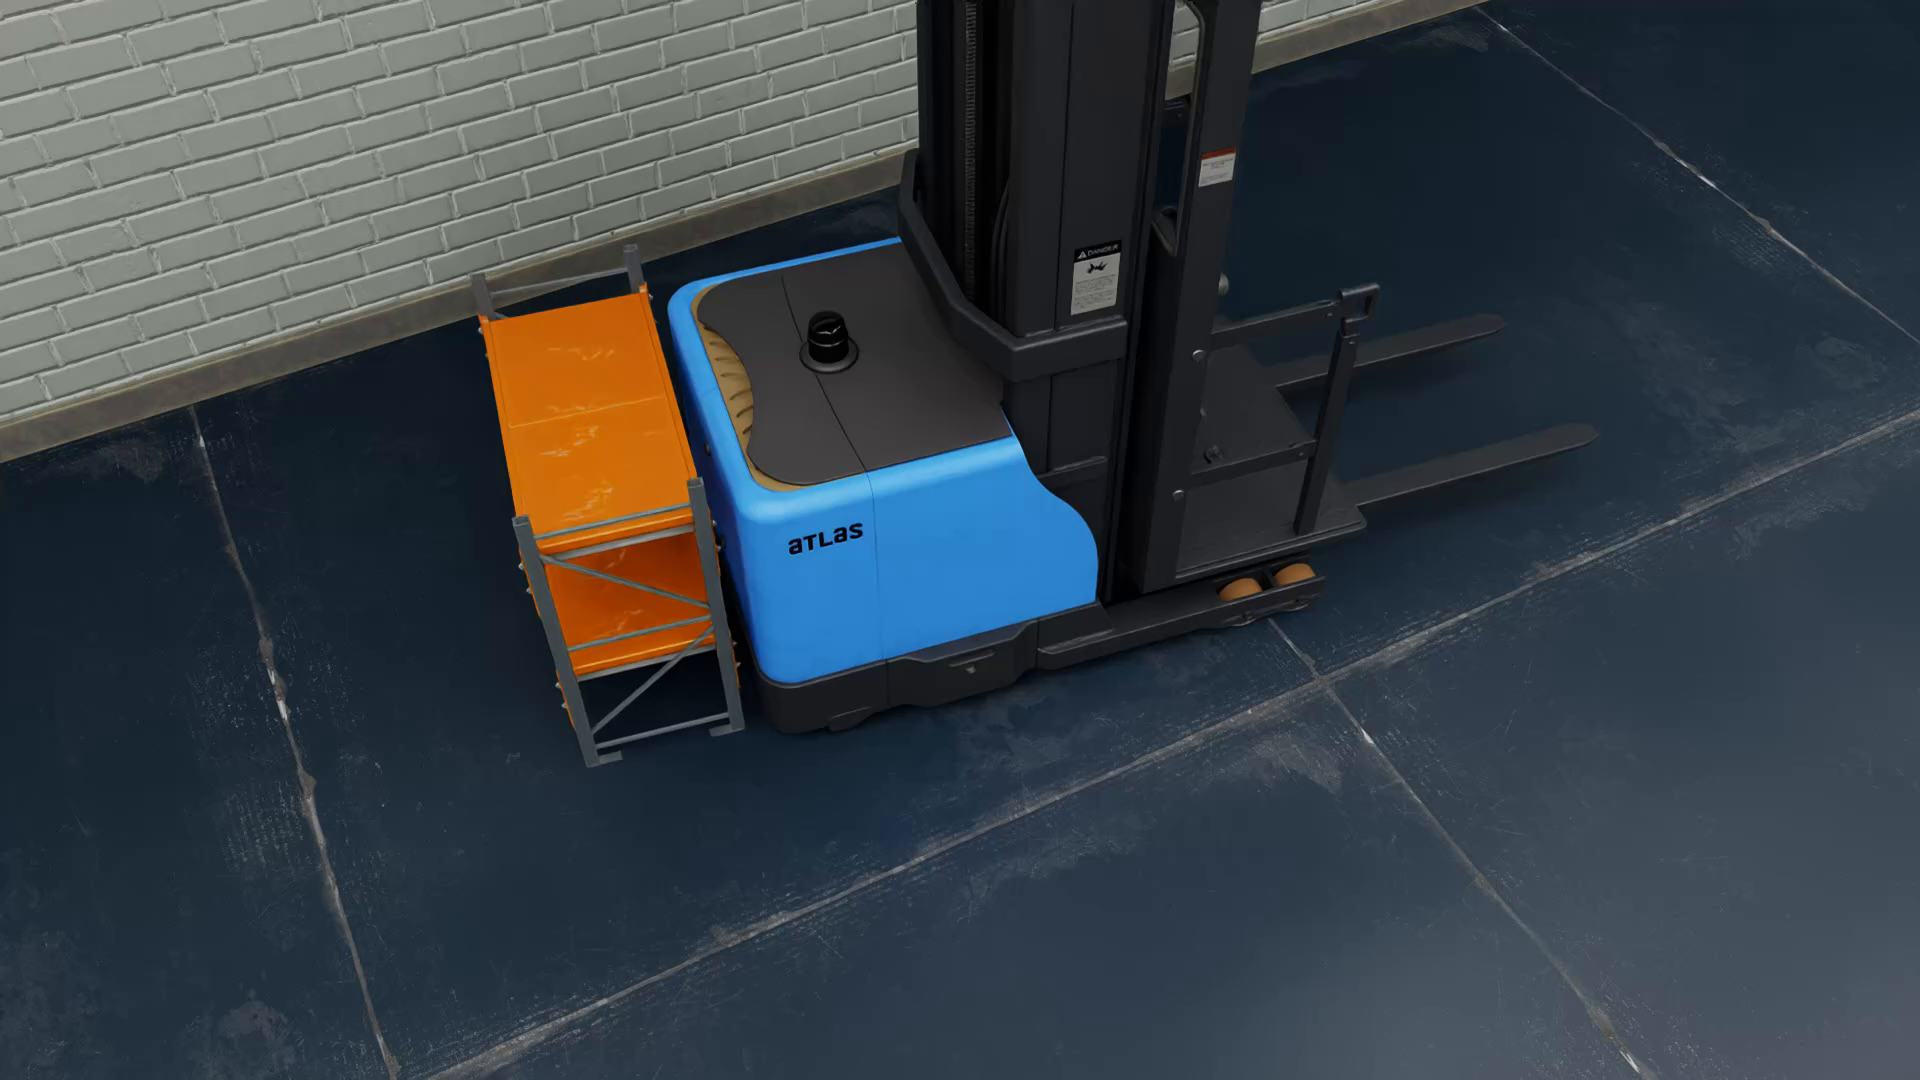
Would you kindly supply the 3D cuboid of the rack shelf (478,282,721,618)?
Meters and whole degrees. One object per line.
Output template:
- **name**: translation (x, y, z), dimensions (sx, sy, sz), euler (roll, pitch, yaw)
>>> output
- **rack shelf**: translation (-1.067, -0.290, 4.867), dimensions (0.538, 0.278, 1.000), euler (-13, 50, -11)

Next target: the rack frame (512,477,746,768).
- **rack frame**: translation (-0.918, 0.269, 4.768), dimensions (0.500, 1.125, 0.032), euler (-13, 50, -11)

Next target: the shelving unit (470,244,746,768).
- **shelving unit**: translation (-1.066, -0.097, 5.088), dimensions (0.538, 1.125, 1.048), euler (-13, 50, -11)

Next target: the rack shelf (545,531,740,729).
- **rack shelf**: translation (-1.066, 0.064, 5.272), dimensions (0.538, 0.278, 1.000), euler (-13, 50, -11)

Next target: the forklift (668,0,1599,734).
- **forklift**: translation (0.681, -1.044, 4.716), dimensions (3.031, 2.935, 1.130), euler (-15, 50, -12)

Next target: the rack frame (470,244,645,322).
- **rack frame**: translation (-1.215, -0.463, 5.408), dimensions (0.500, 1.125, 0.032), euler (-13, 50, -11)
